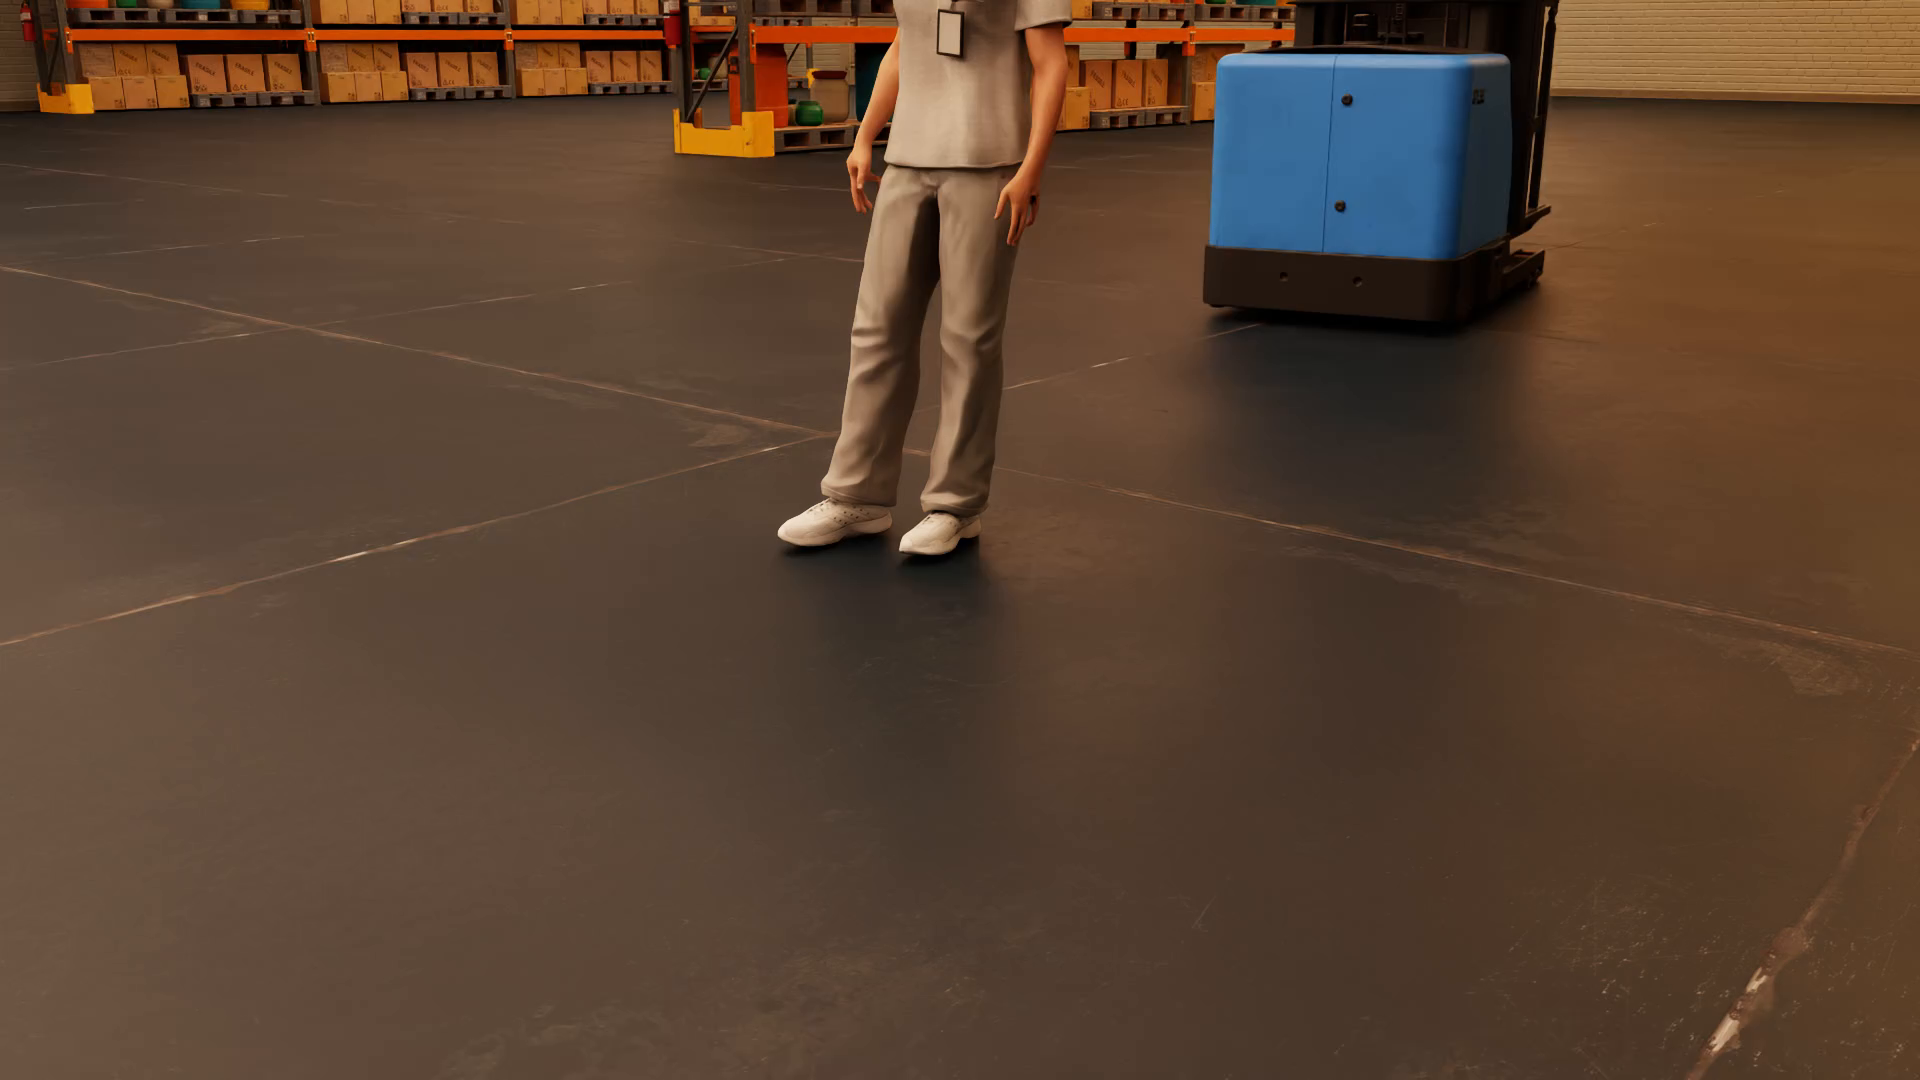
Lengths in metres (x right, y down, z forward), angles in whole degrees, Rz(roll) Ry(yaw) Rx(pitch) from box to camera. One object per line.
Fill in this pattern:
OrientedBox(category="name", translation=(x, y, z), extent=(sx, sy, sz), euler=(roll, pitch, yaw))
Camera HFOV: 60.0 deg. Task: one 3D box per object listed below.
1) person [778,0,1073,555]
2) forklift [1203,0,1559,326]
OrientedBox(category="person", translation=(-0.058, -0.795, 3.650), extent=(0.549, 1.673, 0.548), euler=(13, 21, 37))
OrientedBox(category="forklift", translation=(2.164, -2.637, 7.582), extent=(1.130, 2.935, 3.031), euler=(9, 19, 27))
